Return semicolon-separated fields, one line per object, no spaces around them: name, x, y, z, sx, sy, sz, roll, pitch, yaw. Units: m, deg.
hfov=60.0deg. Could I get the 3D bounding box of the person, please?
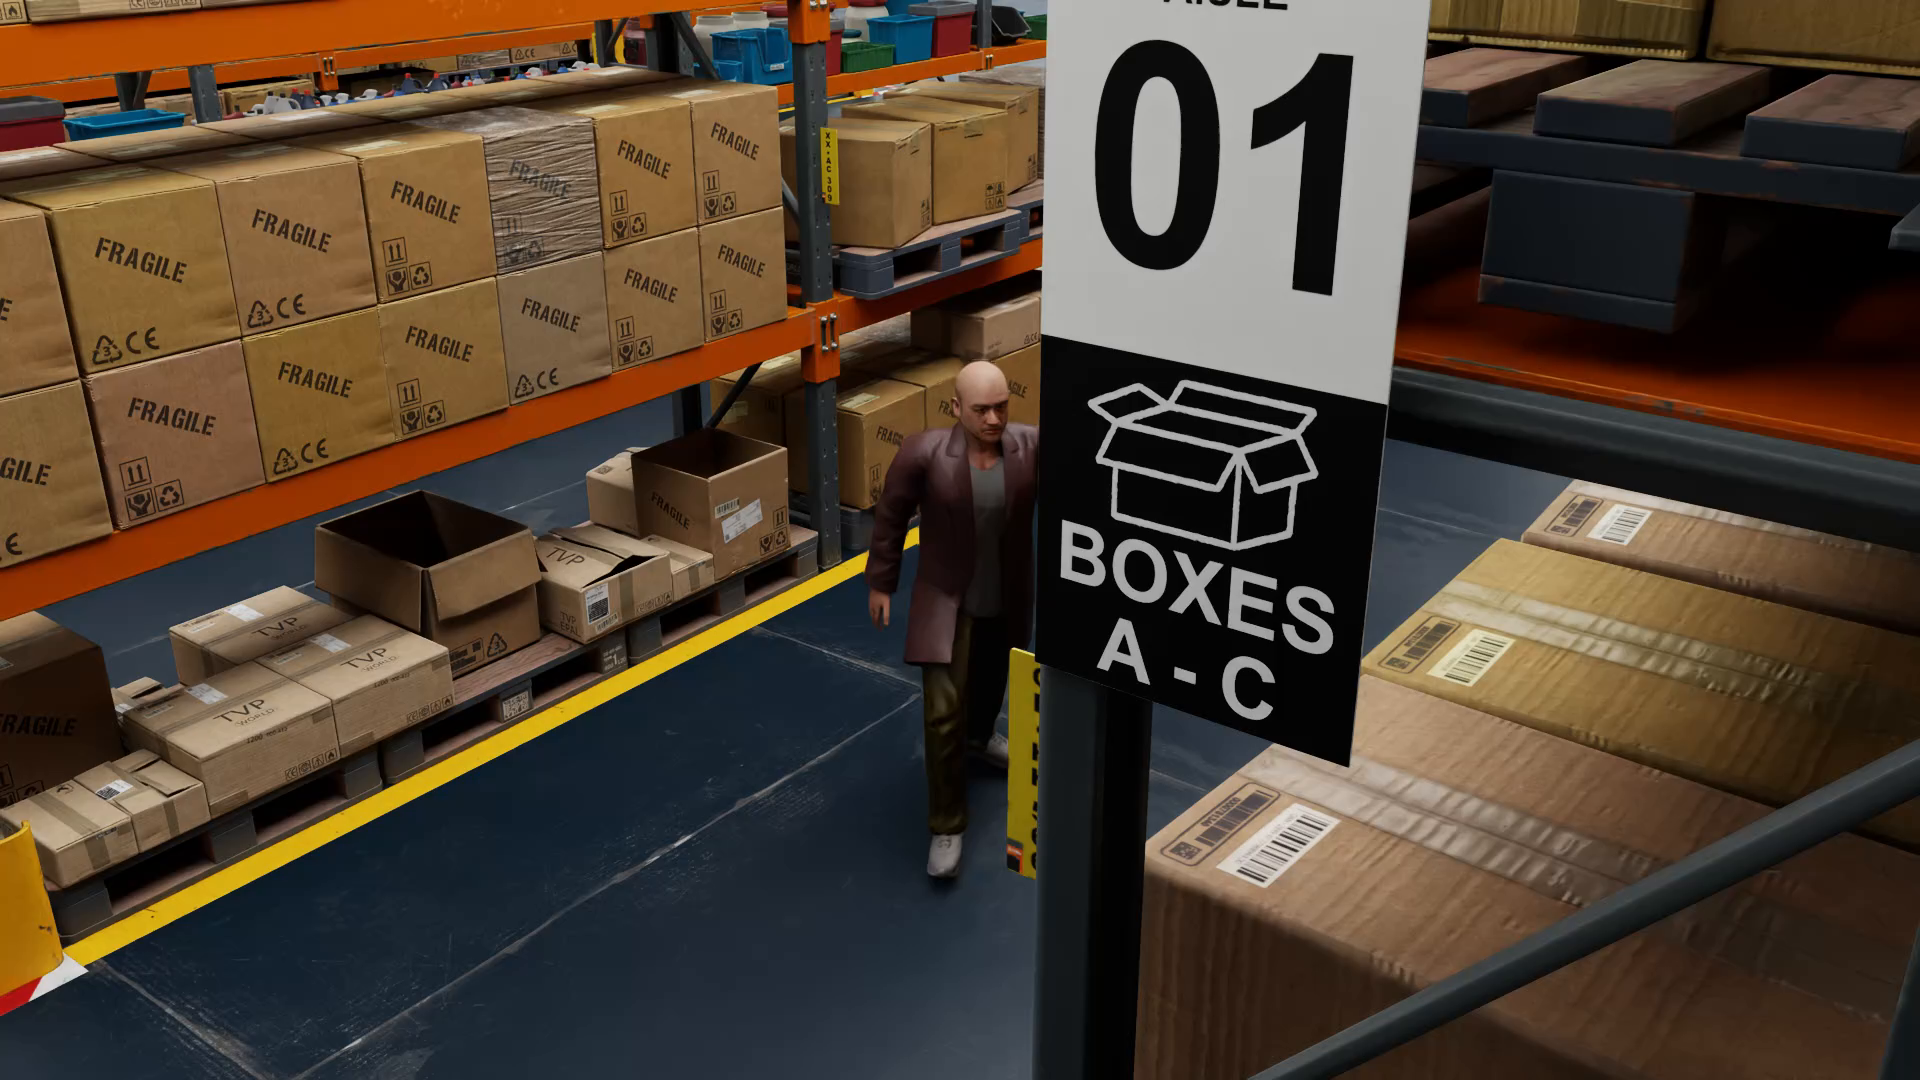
person;0.042;0.186;5.711;0.695;1.711;0.960;-7;24;-16
